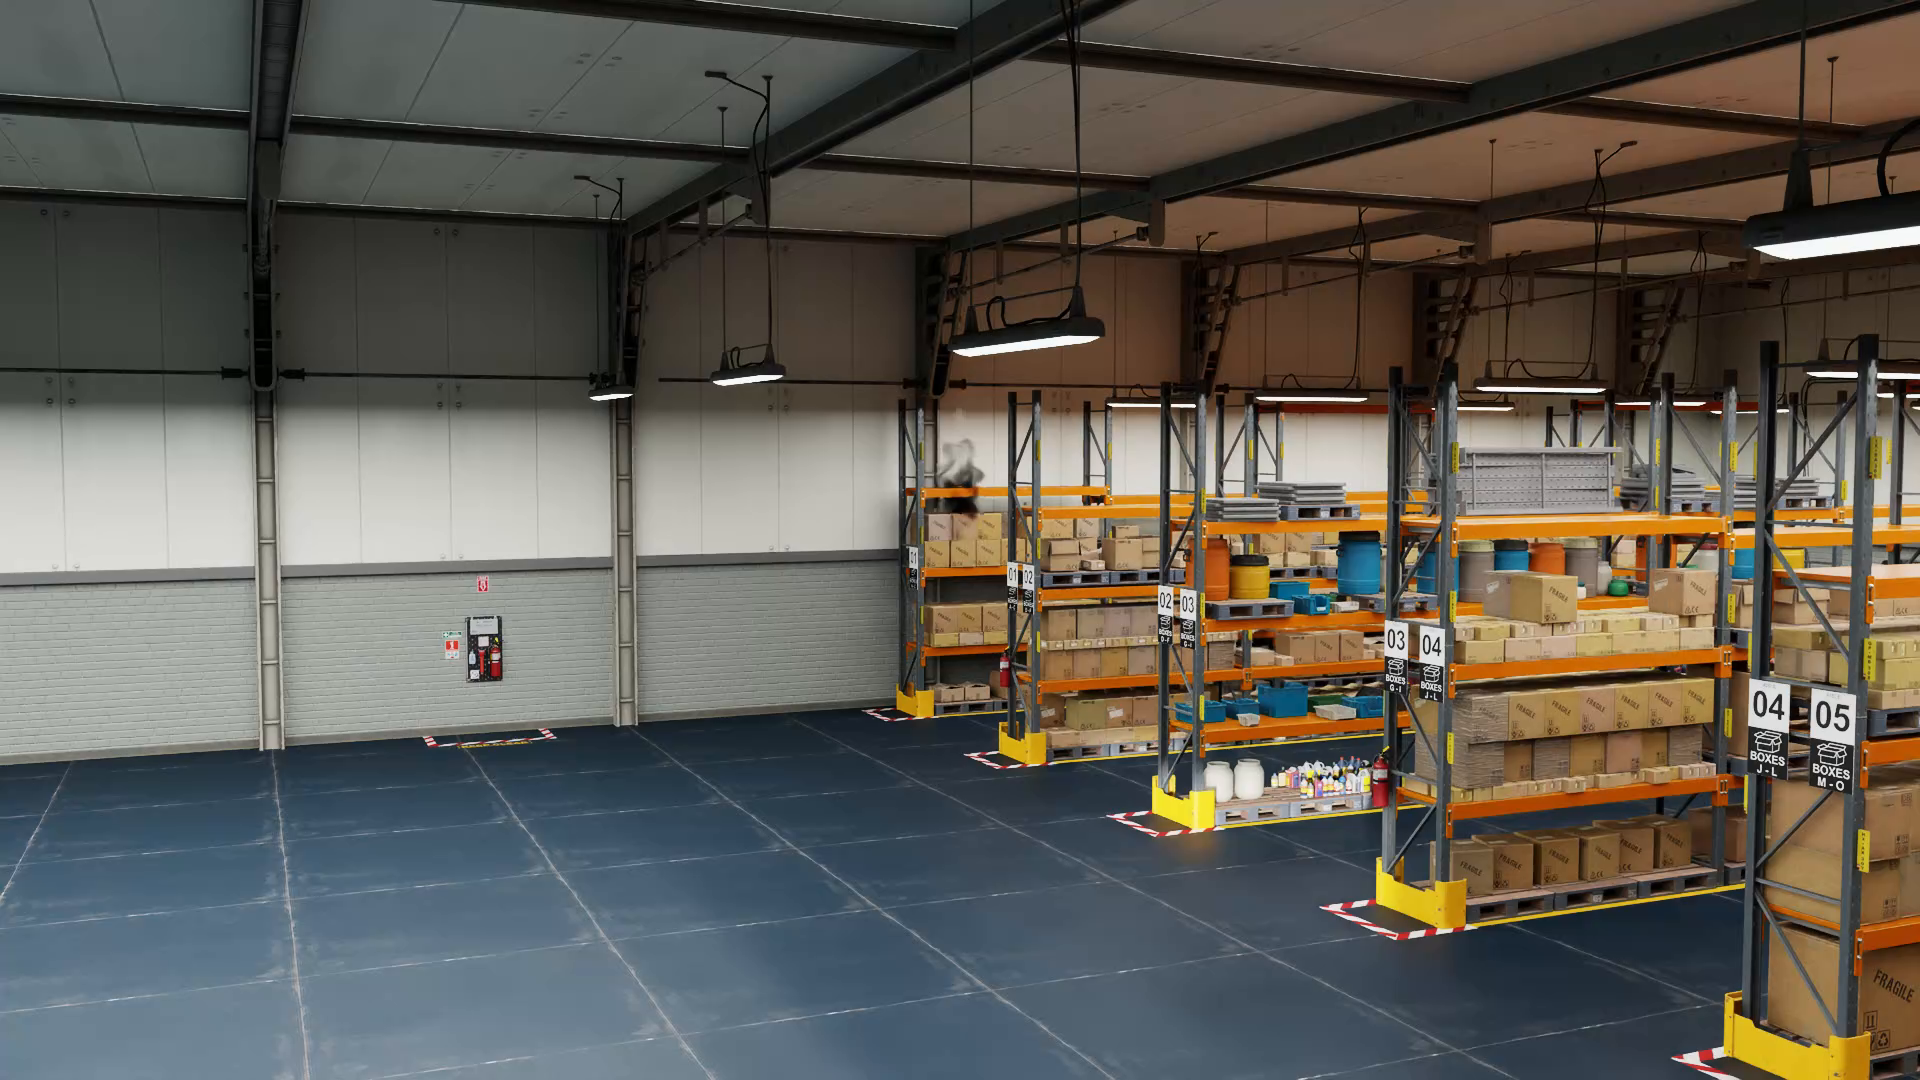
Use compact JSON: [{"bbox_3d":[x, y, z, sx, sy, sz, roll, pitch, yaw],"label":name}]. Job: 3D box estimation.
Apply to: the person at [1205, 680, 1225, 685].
[{"bbox_3d":[4.689,2.508,30.616,0.606,1.722,0.656,-2,4,-24],"label":"person"}]
